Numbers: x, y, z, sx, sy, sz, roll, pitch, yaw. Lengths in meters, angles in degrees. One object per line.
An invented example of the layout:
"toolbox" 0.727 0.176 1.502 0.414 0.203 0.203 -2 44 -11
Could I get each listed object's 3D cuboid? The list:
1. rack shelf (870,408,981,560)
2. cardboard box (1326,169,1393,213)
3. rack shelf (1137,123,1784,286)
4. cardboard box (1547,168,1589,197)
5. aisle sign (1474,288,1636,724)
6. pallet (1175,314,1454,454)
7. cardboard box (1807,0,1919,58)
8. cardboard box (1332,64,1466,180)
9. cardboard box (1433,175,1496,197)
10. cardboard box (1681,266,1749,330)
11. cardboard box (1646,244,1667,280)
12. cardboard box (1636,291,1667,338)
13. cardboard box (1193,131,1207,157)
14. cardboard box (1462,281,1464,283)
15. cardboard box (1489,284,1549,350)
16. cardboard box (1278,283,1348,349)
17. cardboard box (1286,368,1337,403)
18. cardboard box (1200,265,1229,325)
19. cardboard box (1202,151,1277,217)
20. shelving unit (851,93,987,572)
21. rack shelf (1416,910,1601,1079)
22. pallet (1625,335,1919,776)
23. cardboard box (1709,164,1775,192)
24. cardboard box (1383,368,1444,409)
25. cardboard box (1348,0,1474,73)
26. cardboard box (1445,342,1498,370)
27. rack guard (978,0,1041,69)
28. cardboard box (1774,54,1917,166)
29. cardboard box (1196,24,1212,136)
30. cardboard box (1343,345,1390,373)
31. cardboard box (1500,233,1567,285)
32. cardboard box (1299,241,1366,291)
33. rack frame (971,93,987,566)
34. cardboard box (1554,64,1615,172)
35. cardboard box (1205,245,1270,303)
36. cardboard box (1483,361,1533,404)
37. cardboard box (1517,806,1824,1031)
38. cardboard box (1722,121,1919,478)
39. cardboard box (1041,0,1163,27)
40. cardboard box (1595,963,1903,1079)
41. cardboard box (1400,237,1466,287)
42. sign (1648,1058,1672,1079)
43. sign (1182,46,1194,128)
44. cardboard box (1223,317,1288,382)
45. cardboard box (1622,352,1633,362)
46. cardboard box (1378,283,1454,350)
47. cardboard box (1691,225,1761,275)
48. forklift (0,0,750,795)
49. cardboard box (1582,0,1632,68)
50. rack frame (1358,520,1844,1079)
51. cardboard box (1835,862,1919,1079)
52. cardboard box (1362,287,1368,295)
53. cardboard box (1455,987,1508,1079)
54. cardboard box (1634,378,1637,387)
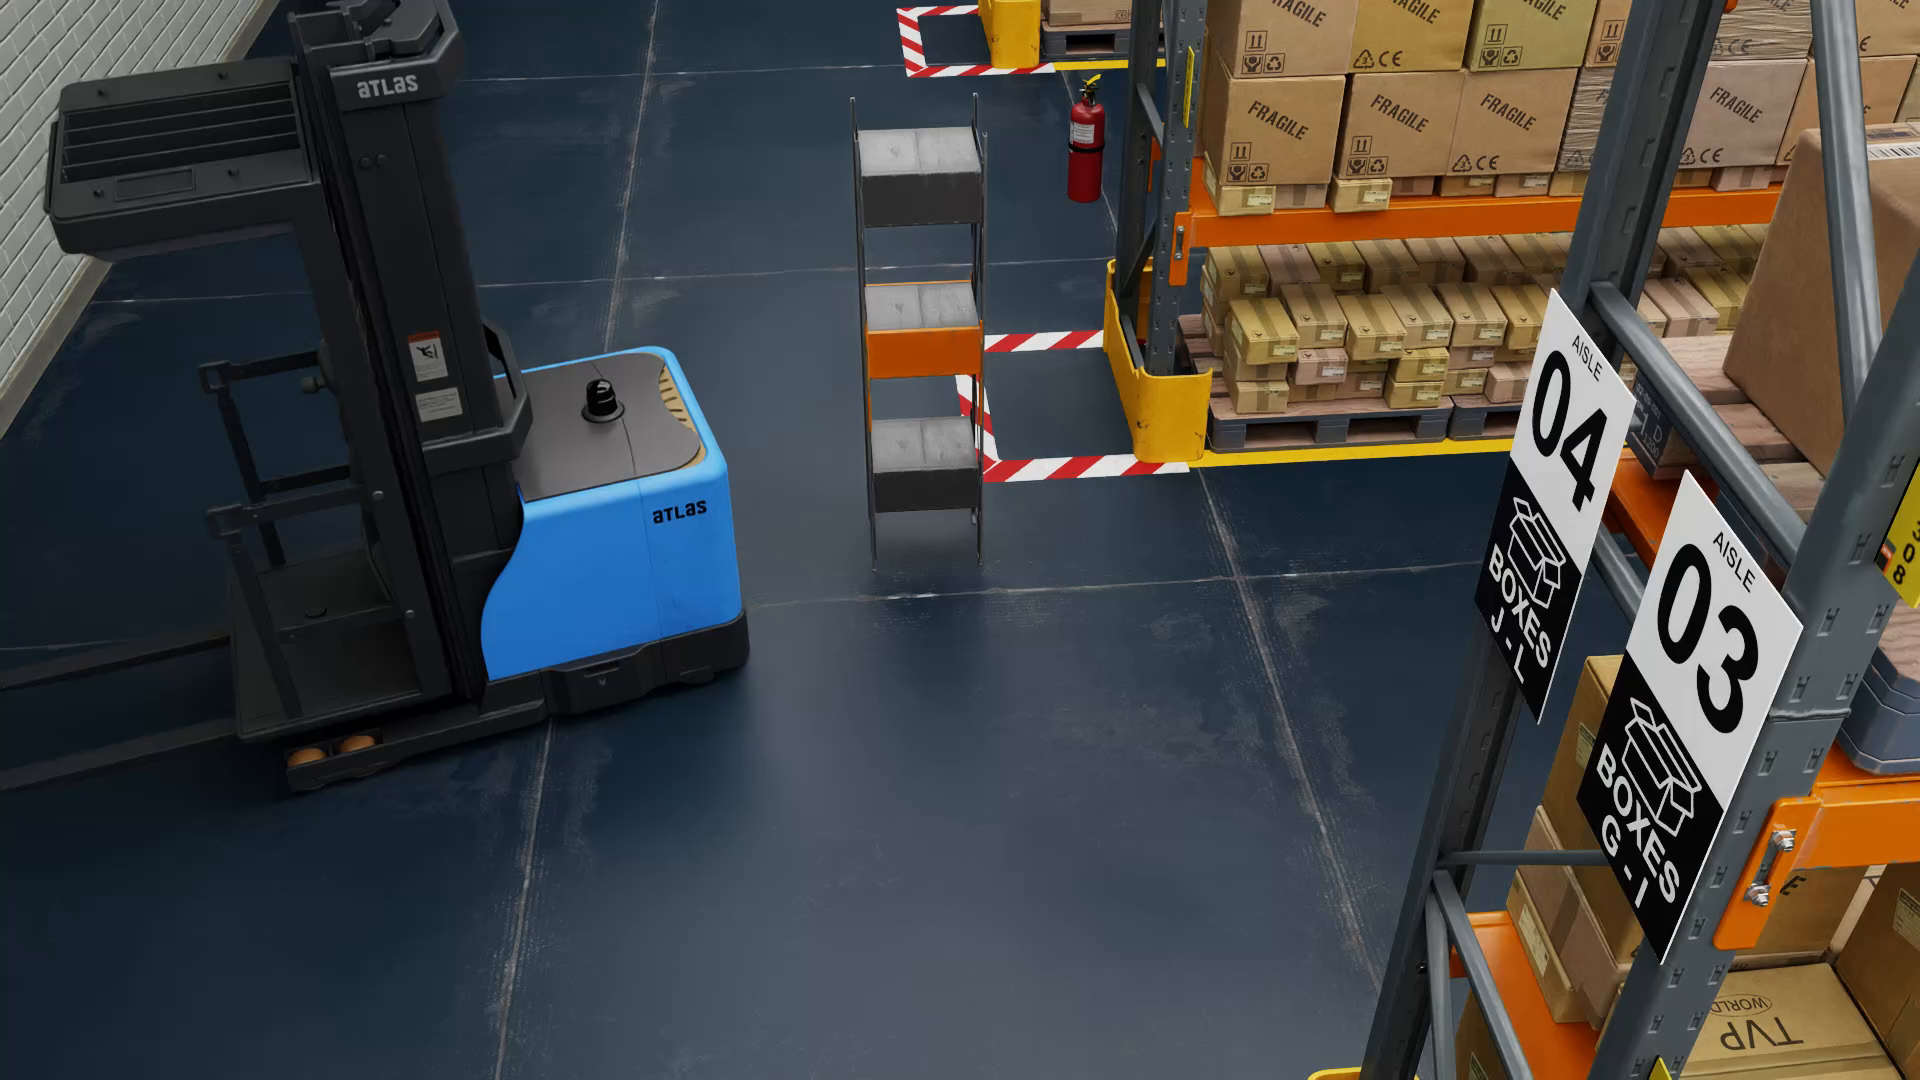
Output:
"rack shelf" -0.165 -0.255 7.530 0.480 0.518 0.431 -3 38 -4
"cardboard box" 1.795 -1.658 7.632 0.250 0.149 0.380 -4 38 -5
"rack shelf" 2.913 -1.747 8.123 4.000 0.370 1.077 -3 38 -4
"cardboard box" 2.822 -1.753 7.753 0.250 0.149 0.380 -2 38 -2
"aisle sign" 1.162 -0.055 3.300 0.004 0.787 0.394 -3 38 -4
"pallet" 1.809 -0.852 8.659 1.213 0.211 1.003 -3 38 -4
"cardboard box" 3.947 -2.463 7.322 0.500 0.500 0.500 -4 38 -5
"cardboard box" 1.924 -1.975 7.510 0.500 0.500 0.500 -3 38 -4
"cardboard box" 2.314 -1.756 7.757 0.250 0.149 0.380 -4 38 -4
"cardboard box" 3.810 -1.215 8.351 0.250 0.149 0.380 -2 38 -2
"cardboard box" 3.498 -1.512 8.727 0.250 0.149 0.380 -2 38 -3
"cardboard box" 3.281 -1.121 8.232 0.250 0.149 0.380 -4 38 -6
"cardboard box" 1.221 -2.013 8.083 0.250 0.149 0.380 -3 38 -4
"cardboard box" 2.711 -1.356 8.769 0.250 0.149 0.380 -1 38 -2
"cardboard box" 2.782 -1.102 8.208 0.250 0.149 0.380 -3 38 -3
"cardboard box" 1.737 -1.107 8.214 0.250 0.149 0.380 -2 38 -3
"cardboard box" 1.725 -0.861 8.382 0.250 0.149 0.380 -3 38 -4
"cardboard box" 1.422 -1.287 8.682 0.250 0.149 0.380 -4 38 -5
"cardboard box" 1.273 -1.636 7.605 0.250 0.149 0.380 -3 38 -4
"shelving unit" -0.165 -0.815 7.088 0.503 2.100 0.431 -3 38 -4
"rack shelf" 3.252 1.319 4.237 4.000 0.370 1.077 -3 38 -4
"pallet" 1.998 -0.044 3.034 1.213 0.211 1.003 -3 38 -4
"cardboard box" 3.596 -1.789 7.798 0.250 0.149 0.380 -5 39 -6
"cardboard box" 2.236 -0.826 8.337 0.250 0.149 0.380 -3 38 -3
"cardboard box" 1.894 -2.360 7.192 0.500 0.500 0.500 -2 38 -3
"cardboard box" 2.501 -1.021 8.344 0.250 0.149 0.380 -5 39 -6
"rack guard" 0.358 -3.985 12.397 0.348 0.500 1.175 -3 38 -4
"cardboard box" 3.931 -2.066 7.626 0.500 0.500 0.500 -4 38 -5
"cardboard box" 1.346 -2.259 7.870 0.500 0.500 0.500 -2 38 -3
"cardboard box" 1.980 -1.000 8.319 0.250 0.149 0.380 -3 38 -3
"cardboard box" 2.985 -1.457 8.657 0.250 0.149 0.380 -3 38 -4
"cardboard box" 1.928 -1.455 8.655 0.250 0.149 0.380 -4 38 -5
"rack frame" 0.078 -0.829 7.105 0.015 2.100 0.400 -3 38 -4
"cardboard box" 2.920 -2.026 7.575 0.500 0.500 0.500 -4 38 -5
"cardboard box" 1.426 -1.384 8.565 0.250 0.149 0.380 -3 38 -3
"cardboard box" 2.738 -0.858 8.379 0.250 0.149 0.380 -5 39 -6
"cardboard box" 1.719 0.898 4.071 0.500 0.250 0.500 -4 38 -5
"cardboard box" 1.773 -0.336 2.832 0.500 0.500 0.700 -5 39 -7
"cardboard box" 1.031 -4.225 12.413 0.875 0.438 0.875 -4 38 -6
"cardboard box" 1.762 1.229 3.652 0.500 0.250 0.500 -4 38 -5
"cardboard box" 2.454 -1.479 8.685 0.250 0.149 0.380 -2 38 -2
"sign" 1.303 1.118 3.148 0.005 0.325 0.100 -3 38 -4
"sign" 0.969 -1.925 7.069 0.005 0.325 0.100 -3 38 -4
"cardboard box" 1.466 -0.952 8.258 0.250 0.149 0.380 -2 38 -2
"cardboard box" 3.307 -1.058 8.392 0.250 0.149 0.380 -5 39 -6
"cardboard box" 2.239 -1.107 8.213 0.250 0.149 0.380 -5 39 -6
"cardboard box" 4.017 -1.504 8.717 0.250 0.149 0.380 -4 38 -5
"forklift" -2.459 -0.544 6.073 3.031 2.935 1.130 -14 40 -17
"cardboard box" 2.921 -2.405 7.249 0.500 0.500 0.500 -4 38 -5
"rack frame" 1.260 1.146 3.876 0.127 3.000 1.000 -3 38 -4
"cardboard box" 2.260 0.907 3.455 0.500 0.500 0.500 -4 38 -5
"cardboard box" 2.216 -1.268 8.658 0.250 0.149 0.380 -4 38 -5
"cardboard box" 1.890 1.731 4.511 0.875 0.875 0.875 -3 38 -4
"cardboard box" 3.514 -0.896 8.427 0.250 0.149 0.380 -3 38 -4
